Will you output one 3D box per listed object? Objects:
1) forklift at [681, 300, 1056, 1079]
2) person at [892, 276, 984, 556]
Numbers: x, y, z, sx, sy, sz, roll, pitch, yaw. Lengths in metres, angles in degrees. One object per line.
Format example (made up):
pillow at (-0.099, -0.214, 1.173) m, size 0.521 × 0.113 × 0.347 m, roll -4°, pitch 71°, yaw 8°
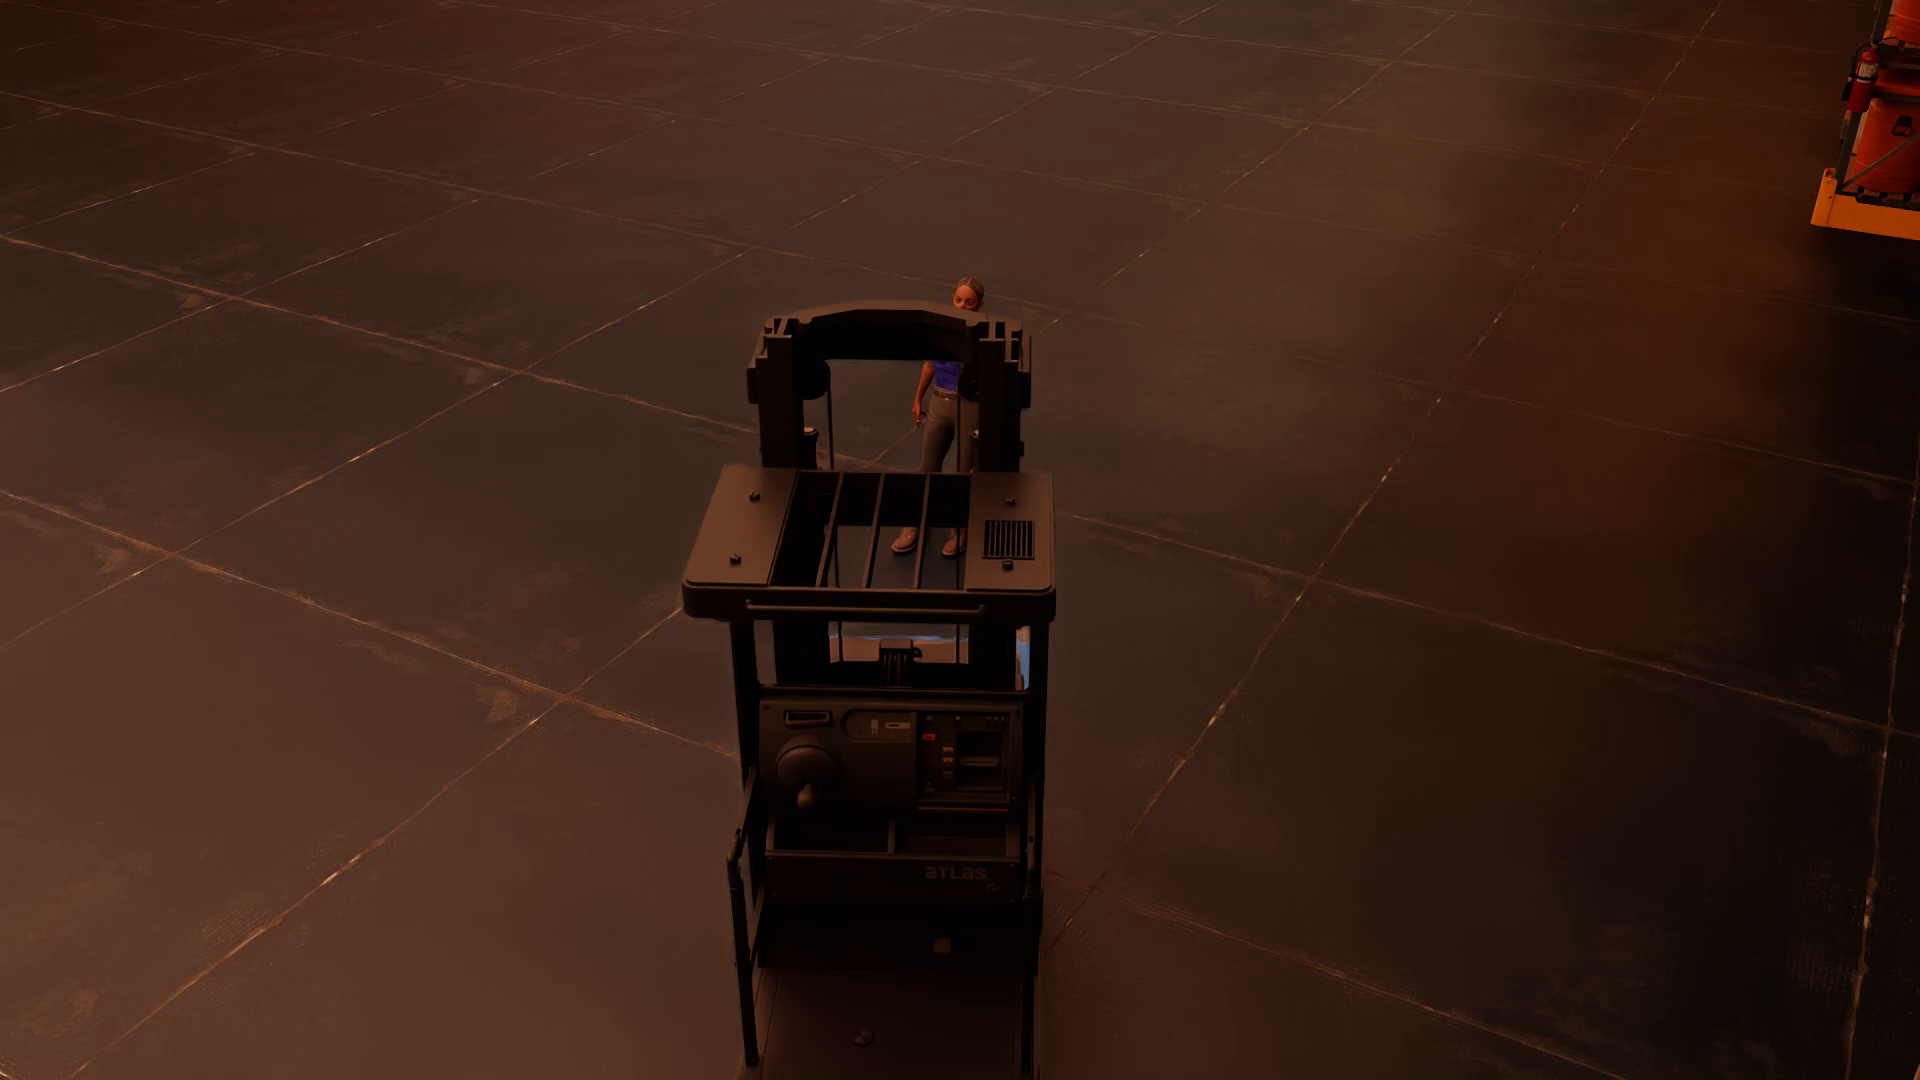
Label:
forklift at (-0.249, 0.804, 5.678) m, size 1.130 × 2.935 × 3.031 m, roll 1°, pitch 30°, yaw 2°
person at (-0.060, -0.689, 9.527) m, size 0.570 × 1.656 × 0.503 m, roll 15°, pitch 33°, yaw 25°
